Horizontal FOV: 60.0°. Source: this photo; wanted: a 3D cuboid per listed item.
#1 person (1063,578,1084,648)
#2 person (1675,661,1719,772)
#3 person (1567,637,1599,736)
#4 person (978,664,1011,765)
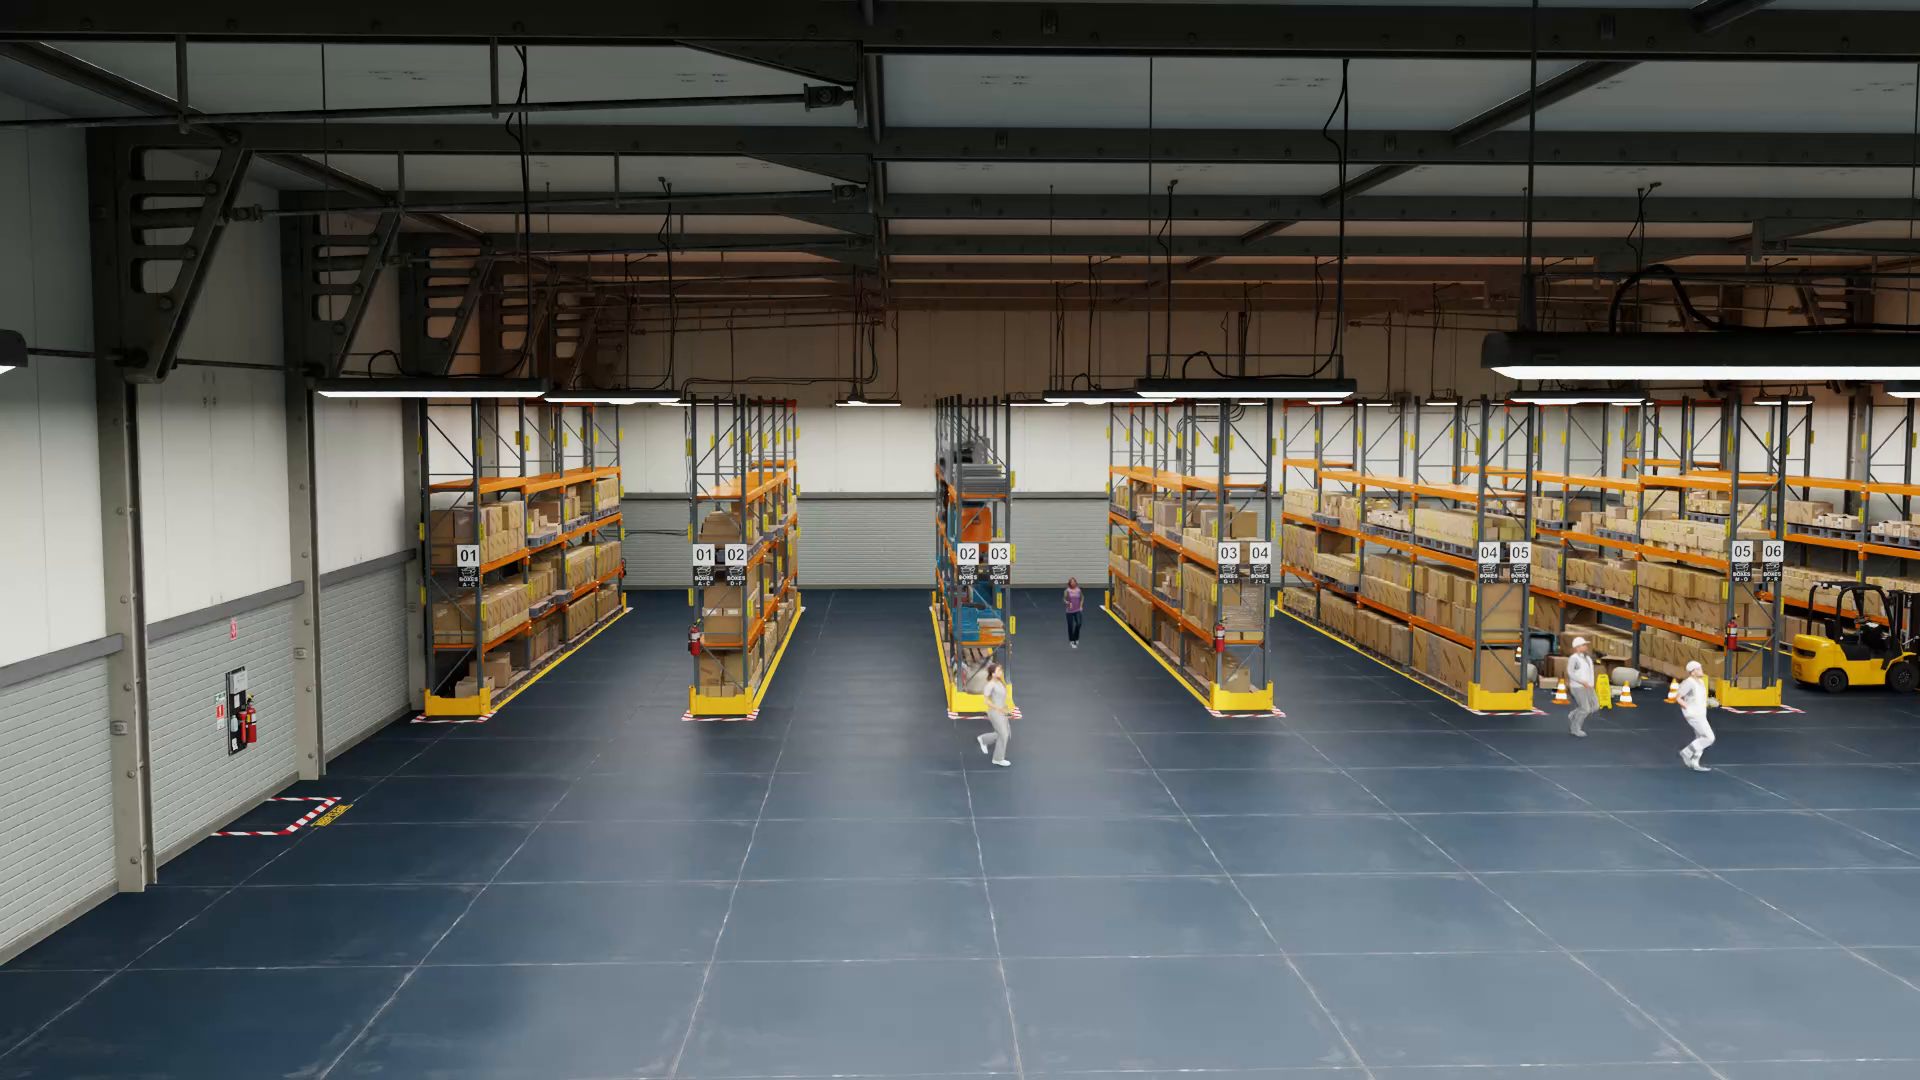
[{"bbox_3d":[2.598,1.665,37.940,0.509,1.617,0.624,0,5,-6],"label":"person"},{"bbox_3d":[11.700,2.789,26.327,0.546,1.746,0.654,4,6,42],"label":"person"},{"bbox_3d":[10.919,2.568,29.182,0.666,1.735,0.523,-4,6,-39],"label":"person"},{"bbox_3d":[0.530,2.809,26.820,0.589,1.632,0.565,2,5,24],"label":"person"}]
